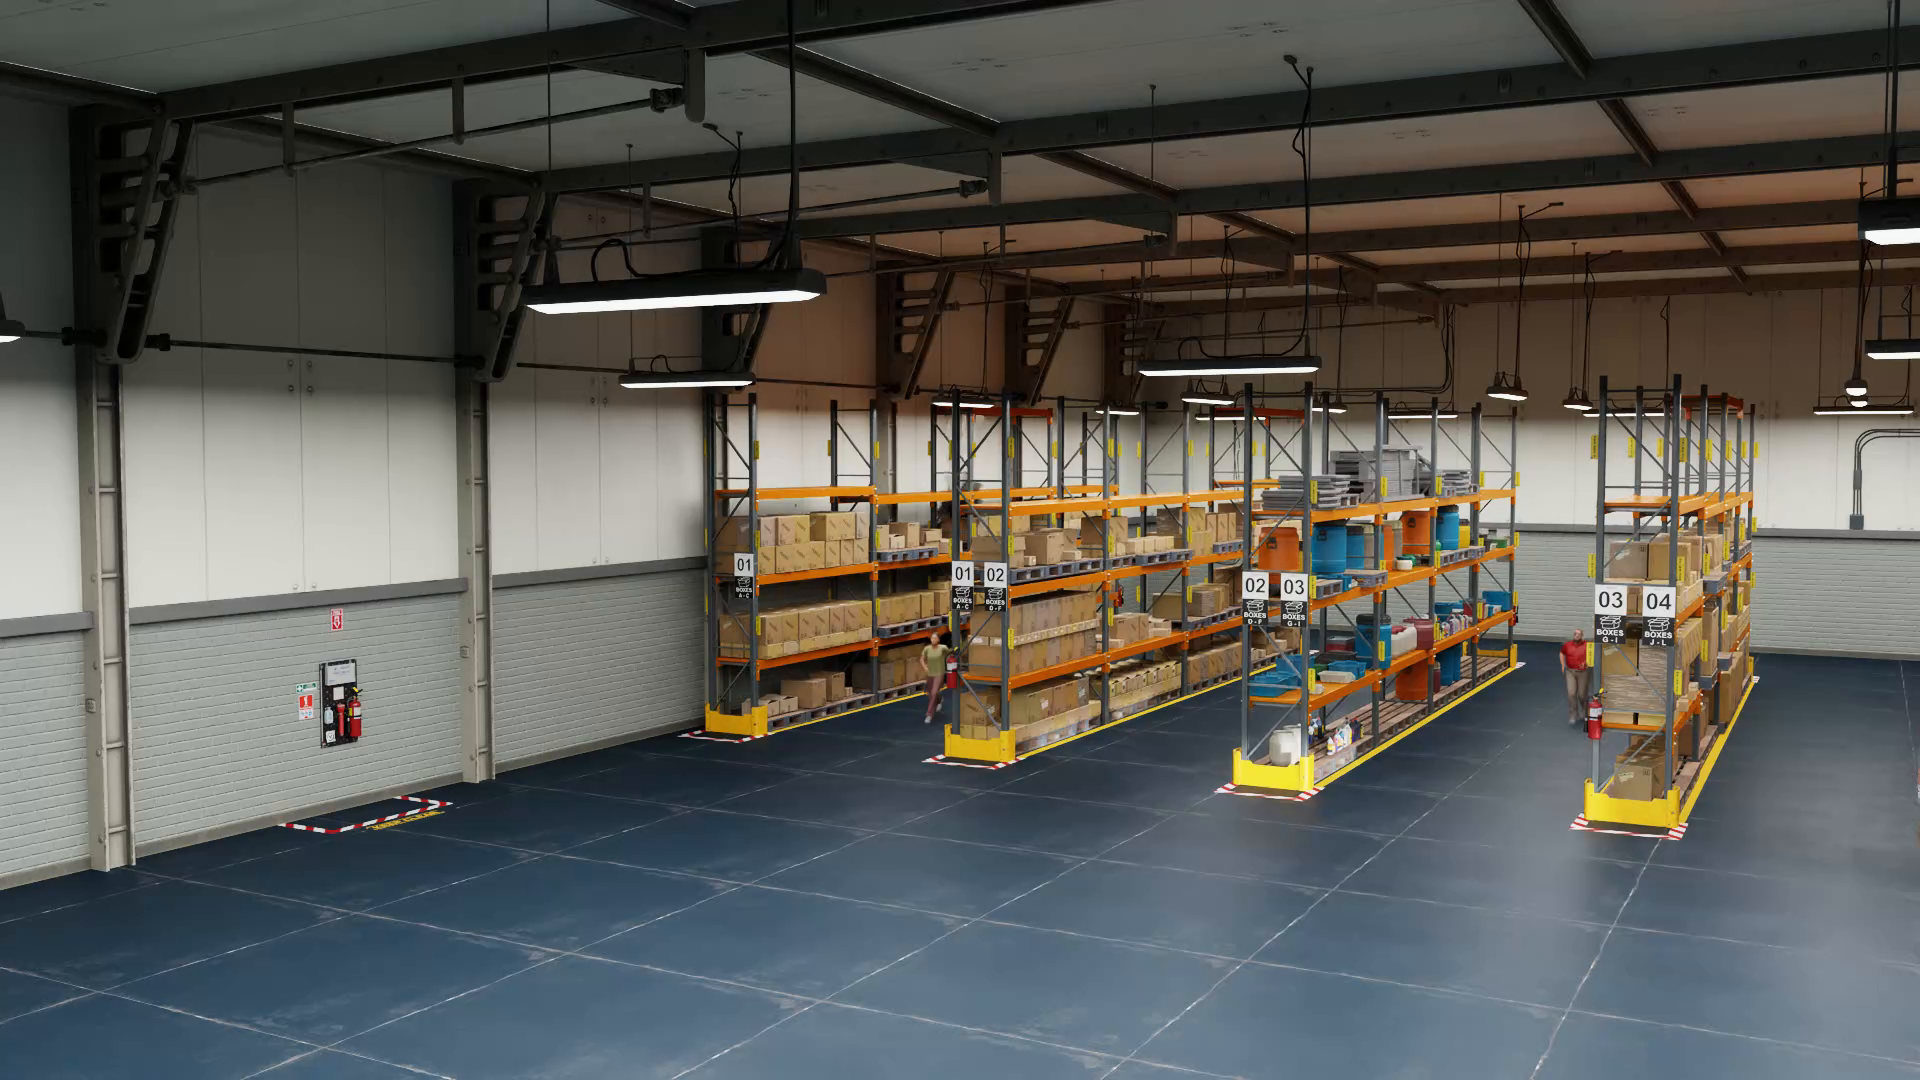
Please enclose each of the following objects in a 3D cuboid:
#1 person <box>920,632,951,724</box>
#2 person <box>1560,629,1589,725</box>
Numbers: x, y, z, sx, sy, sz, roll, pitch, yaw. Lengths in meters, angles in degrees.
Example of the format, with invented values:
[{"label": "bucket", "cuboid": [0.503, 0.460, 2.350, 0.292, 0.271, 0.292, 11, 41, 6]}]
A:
[{"label": "person", "cuboid": [-0.445, 2.518, 30.835, 0.602, 1.660, 0.921, 1, 3, 14]}, {"label": "person", "cuboid": [11.359, 2.495, 30.603, 0.666, 1.736, 0.825, 2, 3, 28]}]
